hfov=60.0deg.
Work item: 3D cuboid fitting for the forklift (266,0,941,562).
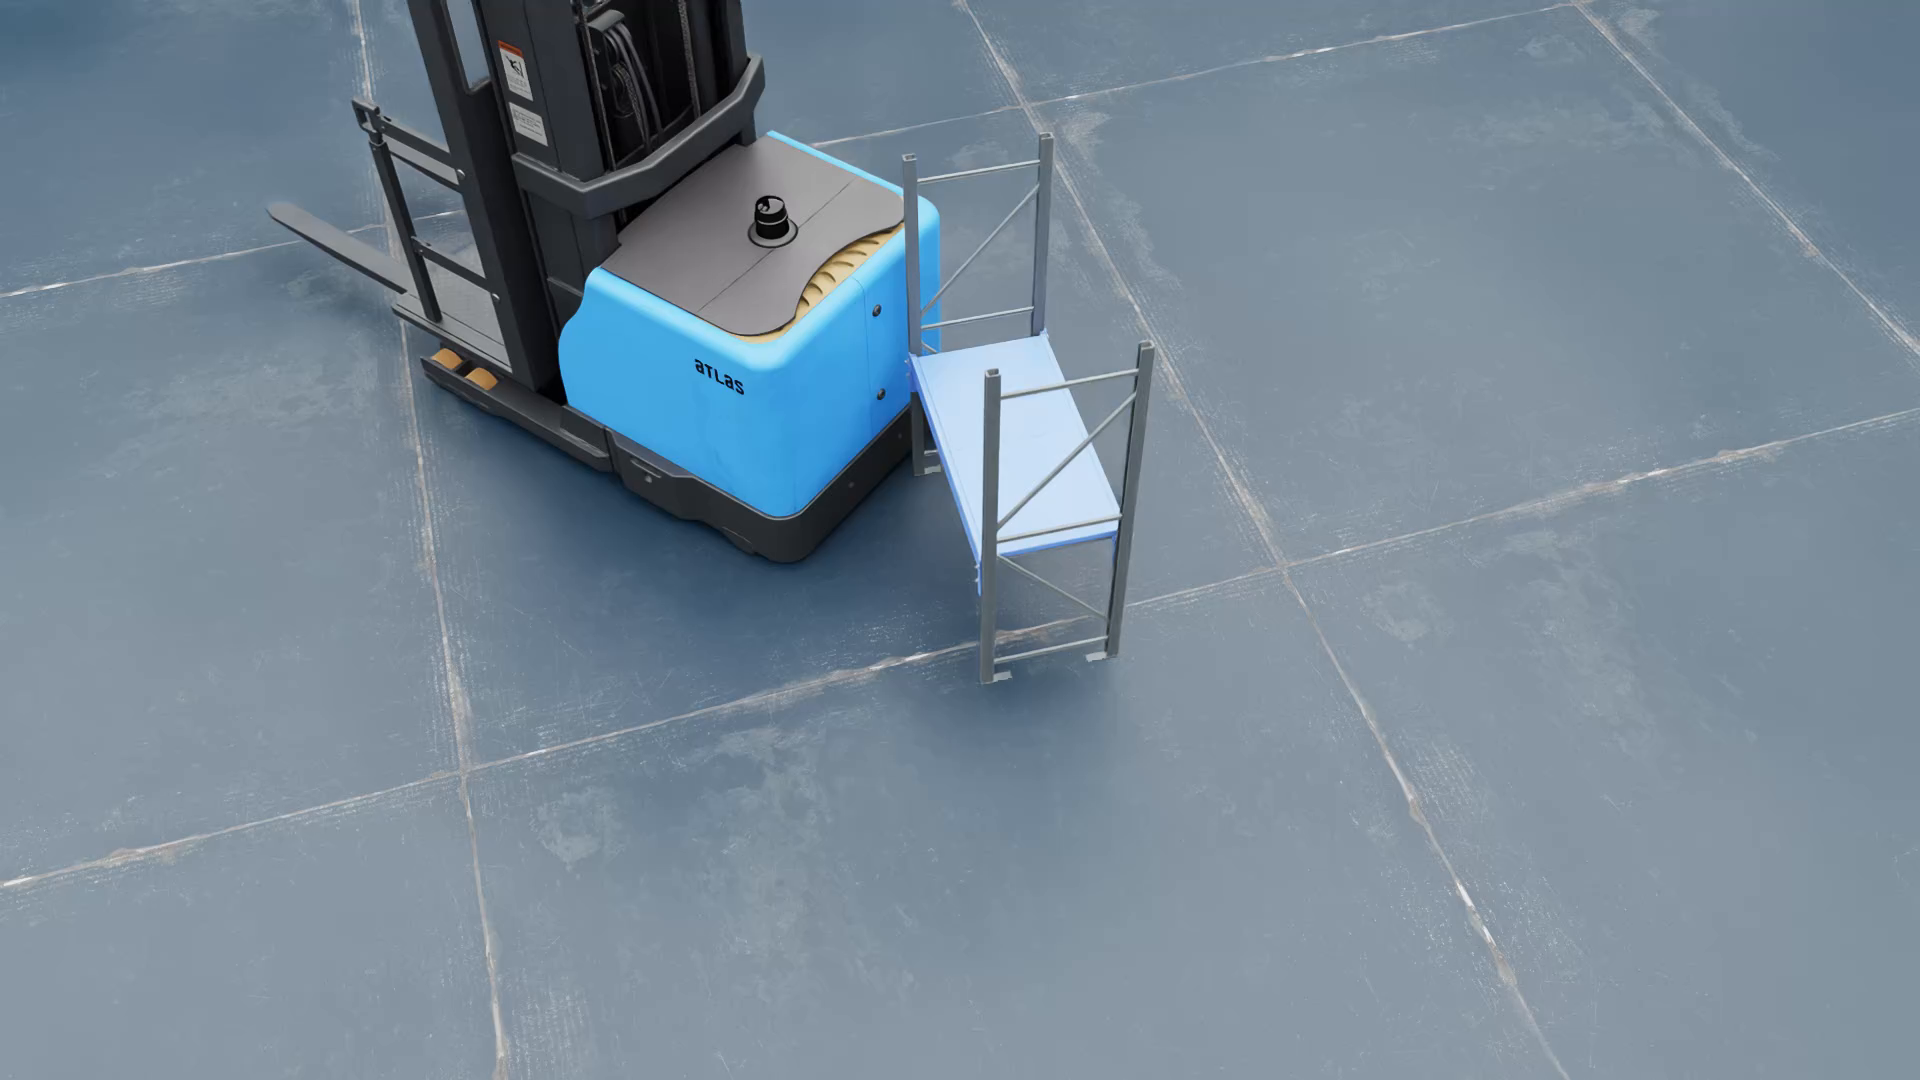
[{"bbox_3d":[-1.557,-1.774,5.829,3.031,2.935,1.130,28,55,22],"label":"forklift"}]

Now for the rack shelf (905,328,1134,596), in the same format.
[{"bbox_3d":[0.187,-0.293,5.751,0.538,0.185,1.000,-11,51,-9],"label":"rack shelf"}]

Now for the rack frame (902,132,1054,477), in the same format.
[{"bbox_3d":[0.060,-0.785,5.931,0.500,1.500,0.032,-11,51,-9],"label":"rack frame"}]

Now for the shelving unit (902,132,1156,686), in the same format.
[{"bbox_3d":[0.187,-0.409,5.614,0.538,1.500,1.048,-11,51,-9],"label":"shelving unit"}]

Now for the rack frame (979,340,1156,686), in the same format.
[{"bbox_3d":[0.314,-0.033,5.296,0.500,1.500,0.032,-11,51,-9],"label":"rack frame"}]
